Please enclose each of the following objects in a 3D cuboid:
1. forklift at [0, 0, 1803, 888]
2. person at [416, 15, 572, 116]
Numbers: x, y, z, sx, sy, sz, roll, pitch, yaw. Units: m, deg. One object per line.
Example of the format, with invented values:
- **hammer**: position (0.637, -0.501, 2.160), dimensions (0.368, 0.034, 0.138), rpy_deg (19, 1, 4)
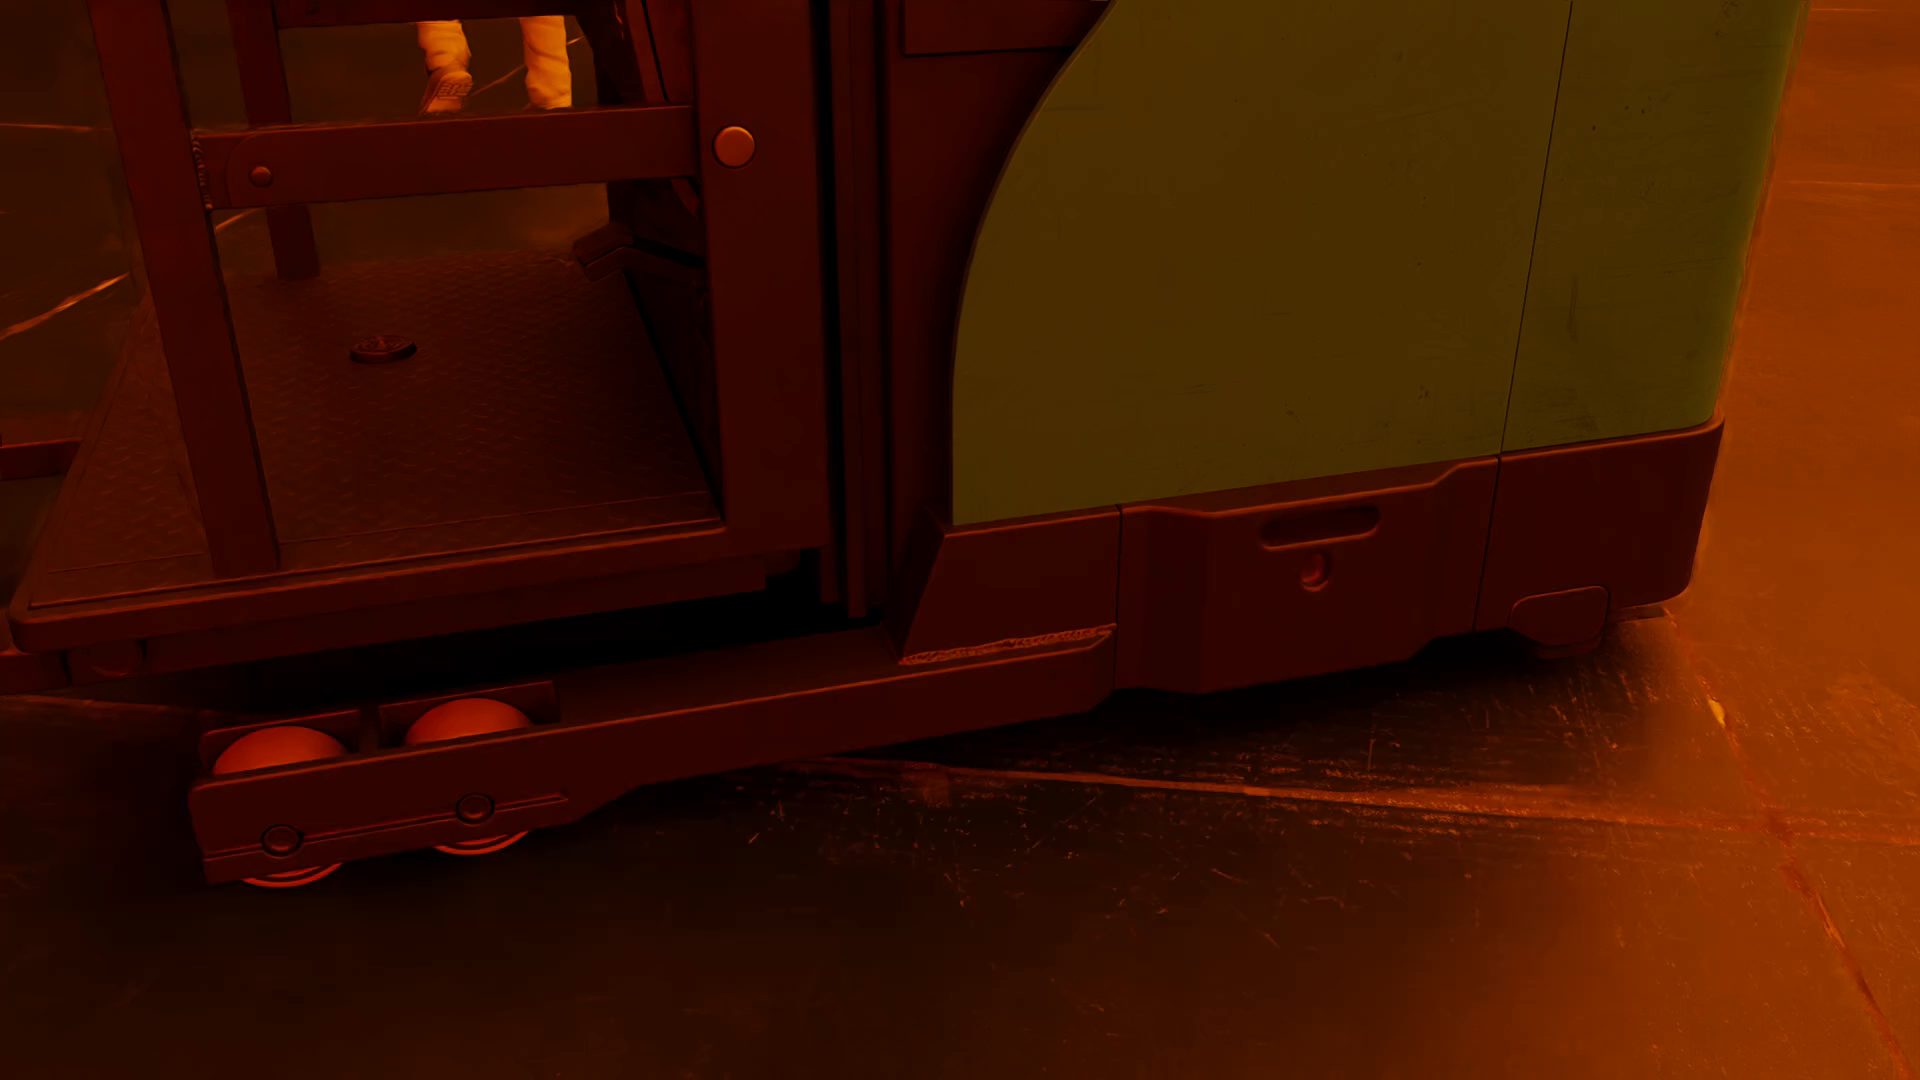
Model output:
- **forklift**: position (-0.590, -1.207, 1.637), dimensions (3.031, 2.935, 1.130), rpy_deg (-8, 28, -15)
- **person**: position (-1.351, -1.988, 4.675), dimensions (0.585, 1.670, 0.491), rpy_deg (-12, 29, -22)
